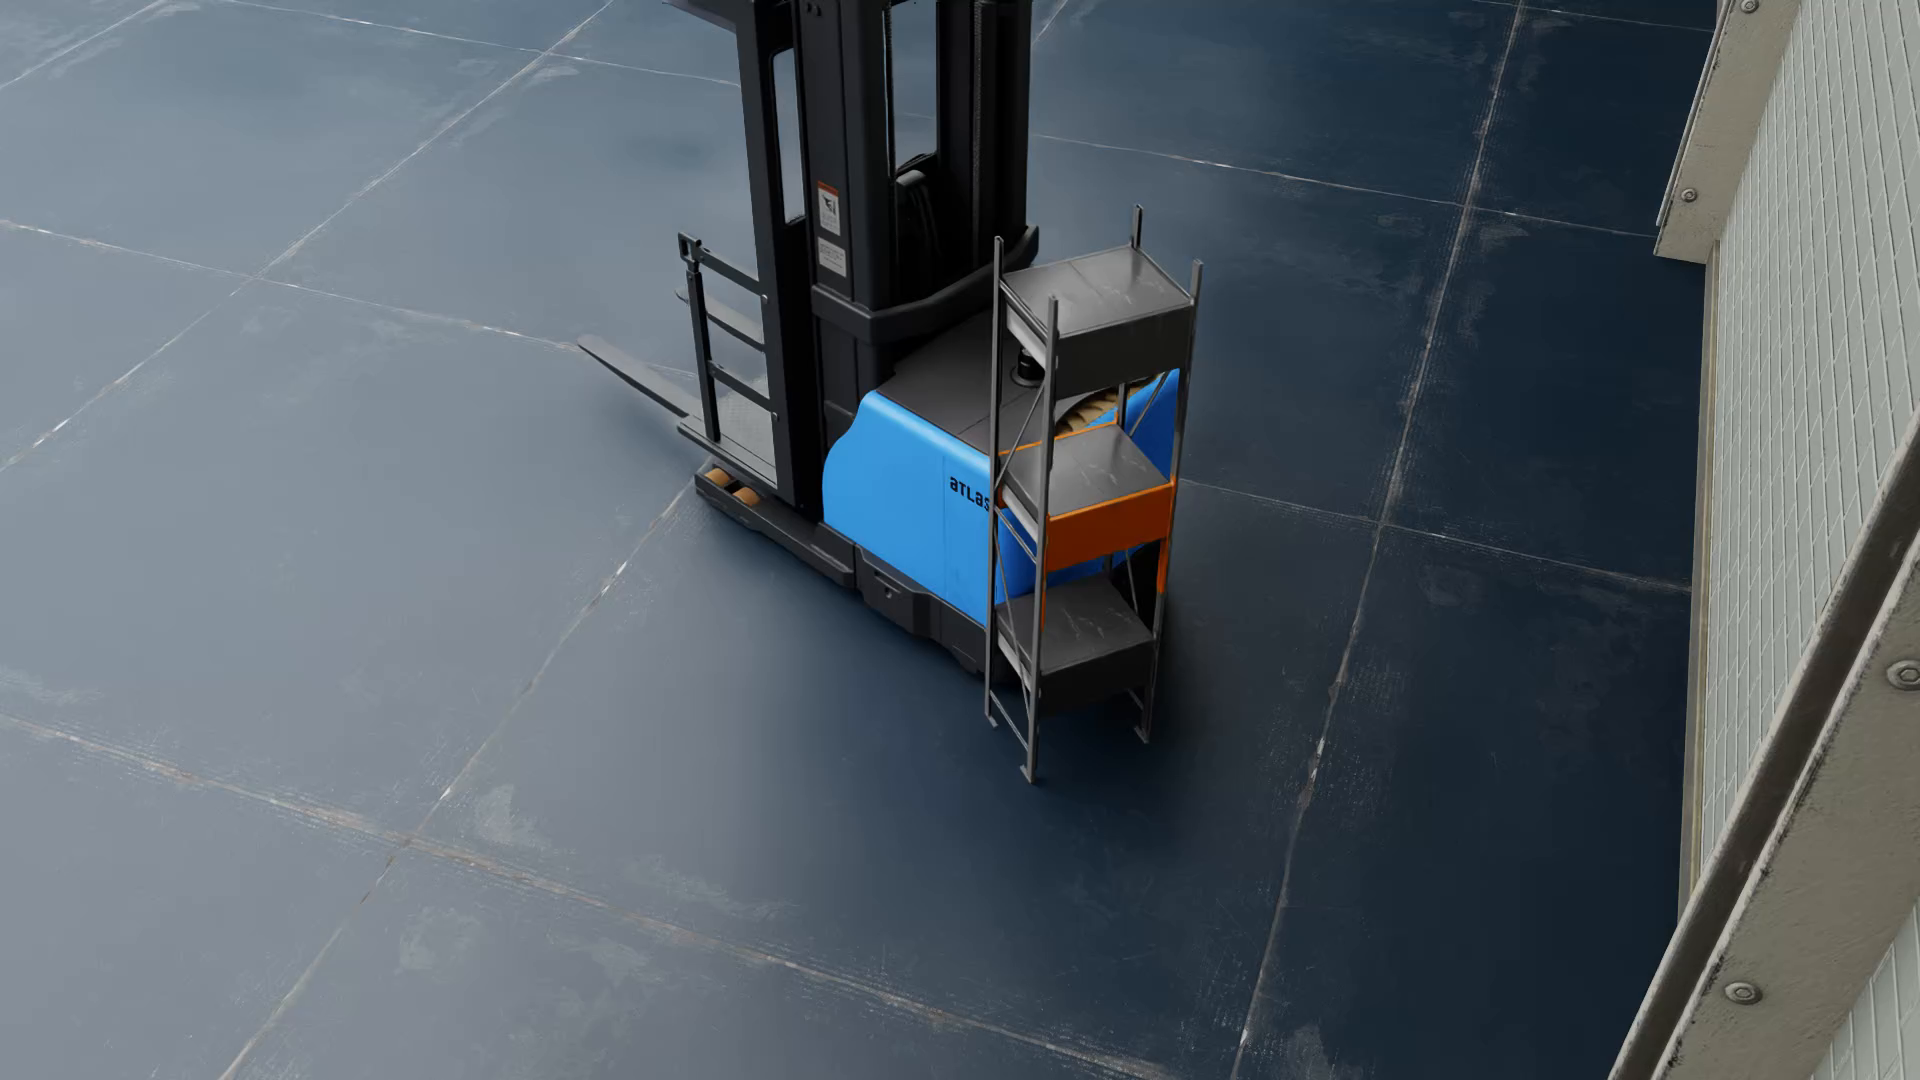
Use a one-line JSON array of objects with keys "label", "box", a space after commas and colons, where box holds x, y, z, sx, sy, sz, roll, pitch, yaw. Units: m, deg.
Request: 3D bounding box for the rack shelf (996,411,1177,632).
[{"label": "rack shelf", "box": [0.413, -0.067, 5.729, 0.480, 0.518, 0.431, -16, 43, -19]}]

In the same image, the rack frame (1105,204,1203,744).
[{"label": "rack frame", "box": [0.634, -0.142, 5.798, 0.015, 2.100, 0.400, -16, 43, -19]}]

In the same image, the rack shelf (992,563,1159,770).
[{"label": "rack shelf", "box": [0.409, 0.467, 6.181, 0.480, 0.518, 0.431, -16, 43, -19]}]

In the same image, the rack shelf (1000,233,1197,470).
[{"label": "rack shelf", "box": [0.416, -0.601, 5.277, 0.480, 0.518, 0.431, -16, 43, -19]}]

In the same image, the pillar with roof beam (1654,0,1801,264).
[{"label": "pillar with roof beam", "box": [-0.049, -6.019, 7.372, 9.100, 9.000, 0.400, 13, 42, 15]}]

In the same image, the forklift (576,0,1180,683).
[{"label": "forklift", "box": [-0.535, -1.396, 6.628, 3.031, 2.935, 1.130, 32, 50, 32]}]

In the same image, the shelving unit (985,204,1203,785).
[{"label": "shelving unit", "box": [0.413, -0.077, 5.720, 0.503, 2.100, 0.431, -16, 43, -19]}]

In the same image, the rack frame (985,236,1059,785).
[{"label": "rack frame", "box": [0.191, -0.013, 5.641, 0.015, 2.100, 0.400, -16, 43, -19]}]
